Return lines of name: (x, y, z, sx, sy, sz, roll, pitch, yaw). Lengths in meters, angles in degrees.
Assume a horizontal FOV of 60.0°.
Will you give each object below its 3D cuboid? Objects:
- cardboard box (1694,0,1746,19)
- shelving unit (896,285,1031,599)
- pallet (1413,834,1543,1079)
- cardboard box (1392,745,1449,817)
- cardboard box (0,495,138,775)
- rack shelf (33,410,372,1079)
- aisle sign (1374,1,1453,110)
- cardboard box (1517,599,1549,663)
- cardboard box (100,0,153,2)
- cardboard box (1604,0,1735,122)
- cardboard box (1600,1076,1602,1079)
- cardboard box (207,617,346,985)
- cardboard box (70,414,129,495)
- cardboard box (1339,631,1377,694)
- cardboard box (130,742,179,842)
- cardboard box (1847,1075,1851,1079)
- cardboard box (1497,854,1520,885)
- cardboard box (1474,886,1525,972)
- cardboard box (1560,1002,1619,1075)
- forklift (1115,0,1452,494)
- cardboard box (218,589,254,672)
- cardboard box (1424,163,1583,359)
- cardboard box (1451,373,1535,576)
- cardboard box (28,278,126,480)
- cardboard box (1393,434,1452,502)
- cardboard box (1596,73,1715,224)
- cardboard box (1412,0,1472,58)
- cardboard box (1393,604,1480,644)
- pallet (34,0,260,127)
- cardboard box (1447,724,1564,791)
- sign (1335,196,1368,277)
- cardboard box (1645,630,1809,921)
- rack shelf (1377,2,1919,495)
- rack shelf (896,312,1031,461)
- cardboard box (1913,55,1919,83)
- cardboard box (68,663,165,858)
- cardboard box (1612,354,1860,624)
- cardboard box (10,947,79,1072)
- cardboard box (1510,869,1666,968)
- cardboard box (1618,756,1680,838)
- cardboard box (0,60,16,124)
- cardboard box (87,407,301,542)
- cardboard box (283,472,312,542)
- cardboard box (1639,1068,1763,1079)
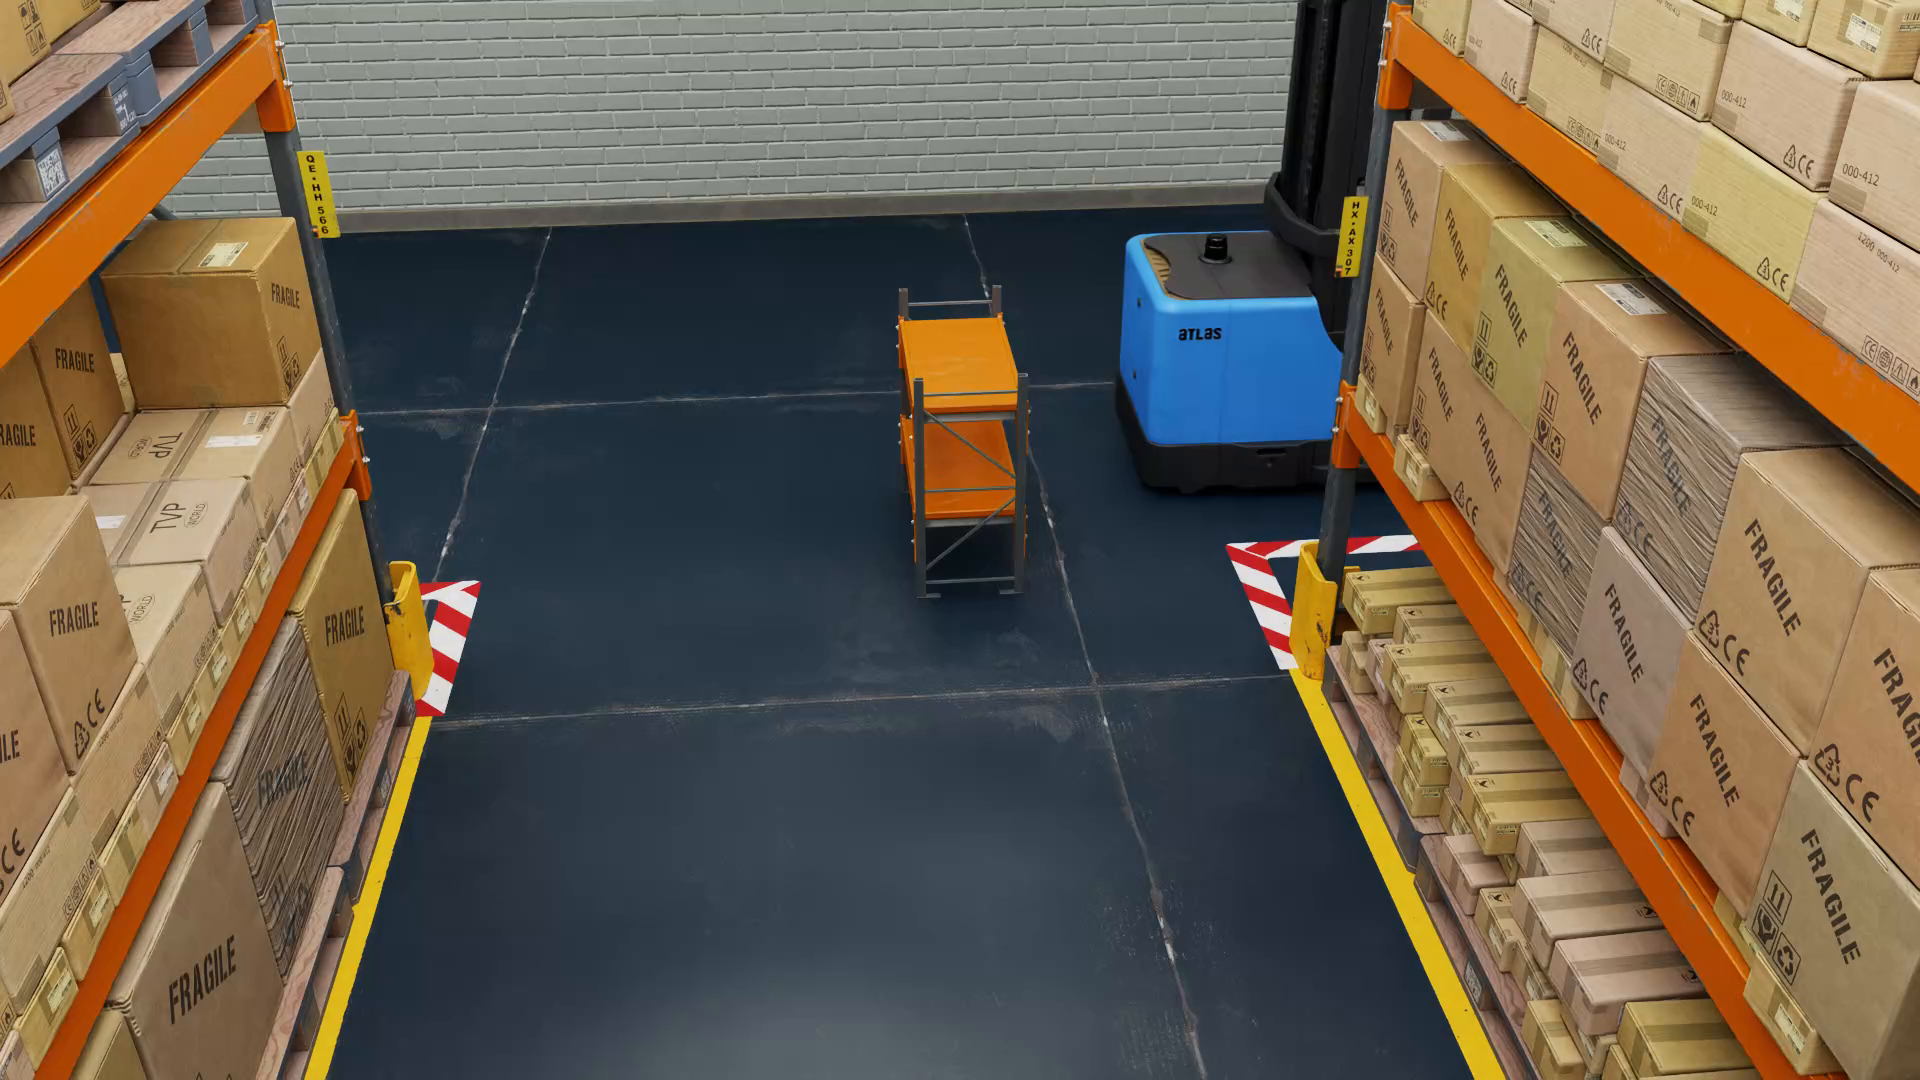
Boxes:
cardboard box: (1.943, -1.330, 3.896, 0.380, 0.149, 0.250, -3, 31, -5)
shelving unit: (-0.001, -0.486, 7.967, 0.538, 1.125, 1.048, -3, 31, -5)
pallet: (2.220, 1.445, 5.624, 1.003, 0.211, 1.213, -3, 31, -5)
cardboard box: (1.842, 0.890, 6.206, 0.380, 0.149, 0.250, -2, 31, -4)
cardboard box: (-2.395, 0.240, 4.047, 0.500, 0.500, 0.500, -4, 31, -6)
rack shelf: (-2.700, 0.687, 4.875, 1.077, 0.370, 4.000, -3, 31, -5)
aisle sign: (1.755, -1.968, 6.084, 0.394, 0.787, 0.004, -3, 31, -5)
cardboard box: (1.961, 0.254, 5.144, 0.380, 0.149, 0.250, -2, 31, -3)
cardboard box: (-2.785, -1.934, 5.032, 0.700, 0.500, 0.500, -5, 31, -8)
cardboard box: (1.977, -1.247, 4.146, 0.500, 0.250, 0.500, -4, 31, -6)
cardboard box: (2.125, 1.665, 4.909, 0.380, 0.149, 0.250, -3, 31, -6)
cardboard box: (-2.662, 0.877, 5.519, 0.875, 0.875, 0.875, -3, 31, -5)
cardboard box: (-3.056, -0.183, 5.487, 0.500, 0.250, 0.500, -3, 31, -5)
cardboard box: (1.791, 0.498, 6.862, 0.380, 0.149, 0.250, -2, 31, -4)
cardboard box: (-2.331, 0.679, 4.433, 0.380, 0.149, 0.250, -2, 31, -4)
cardboard box: (2.175, 1.187, 3.583, 0.380, 0.149, 0.250, -3, 31, -5)
cardboard box: (2.037, 1.034, 5.674, 0.380, 0.149, 0.250, -1, 31, -2)
cardboard box: (1.949, 1.287, 5.541, 0.380, 0.149, 0.250, -3, 31, -5)
cardboard box: (2.039, 1.449, 4.980, 0.380, 0.149, 0.250, -2, 31, -3)
forklift: (2.417, -1.791, 8.391, 3.031, 2.935, 1.130, -2, 31, -4)
cardboard box: (-2.404, 0.285, 5.092, 0.380, 0.149, 0.250, -3, 31, -4)
cardboard box: (1.892, -0.929, 5.518, 0.500, 0.500, 0.500, -2, 31, -3)
cardboard box: (1.936, -0.234, 5.329, 0.500, 0.500, 0.500, -2, 31, -4)
cardboard box: (-3.064, -0.514, 5.311, 0.500, 0.500, 0.500, -3, 31, -6)
cardboard box: (1.802, -0.272, 6.025, 0.380, 0.149, 0.250, -4, 31, -6)
cardboard box: (1.992, -1.015, 4.245, 0.500, 0.250, 0.500, -3, 31, -5)
cardboard box: (1.848, -1.810, 5.577, 0.500, 0.250, 0.500, -2, 31, -3)
cardboard box: (1.917, 0.378, 6.482, 0.380, 0.149, 0.250, -2, 31, -4)
pallet: (-2.807, -1.514, 5.021, 1.003, 0.211, 1.213, -3, 31, -5)
cardboard box: (1.935, 0.778, 5.813, 0.380, 0.149, 0.250, -2, 31, -3)
sign: (1.521, -1.174, 6.446, 0.100, 0.325, 0.005, -3, 31, -5)
cardboard box: (2.061, 0.544, 4.026, 0.500, 0.500, 0.500, -4, 31, -6)
rack shelf: (2.248, -0.786, 4.418, 1.077, 0.370, 4.000, -3, 31, -5)
rack shelf: (-0.001, -0.738, 7.817, 0.538, 0.278, 1.000, -3, 31, -5)
cardboard box: (2.127, -0.939, 3.242, 0.380, 0.149, 0.250, -2, 31, -3)
cardboard box: (-2.392, 0.566, 4.234, 0.500, 0.250, 0.500, -2, 31, -3)
cardboard box: (2.034, -0.139, 4.195, 0.500, 0.500, 0.500, -2, 31, -3)
cardboard box: (-2.259, 1.072, 3.775, 0.380, 0.149, 0.250, -2, 31, -3)
cardboard box: (1.947, 1.170, 5.156, 0.380, 0.149, 0.250, -4, 31, -6)
cardboard box: (2.022, 0.651, 4.480, 0.380, 0.149, 0.250, -4, 31, -7)
cardboard box: (-2.599, -1.099, 3.636, 0.700, 0.500, 0.500, -1, 31, -2)
cardboard box: (-2.531, -0.212, 5.536, 0.500, 0.250, 0.500, -3, 31, -5)
cardboard box: (-2.477, -0.107, 5.749, 0.380, 0.149, 0.250, -3, 31, -4)
cardboard box: (2.049, 1.577, 4.474, 0.380, 0.149, 0.250, -3, 31, -5)
